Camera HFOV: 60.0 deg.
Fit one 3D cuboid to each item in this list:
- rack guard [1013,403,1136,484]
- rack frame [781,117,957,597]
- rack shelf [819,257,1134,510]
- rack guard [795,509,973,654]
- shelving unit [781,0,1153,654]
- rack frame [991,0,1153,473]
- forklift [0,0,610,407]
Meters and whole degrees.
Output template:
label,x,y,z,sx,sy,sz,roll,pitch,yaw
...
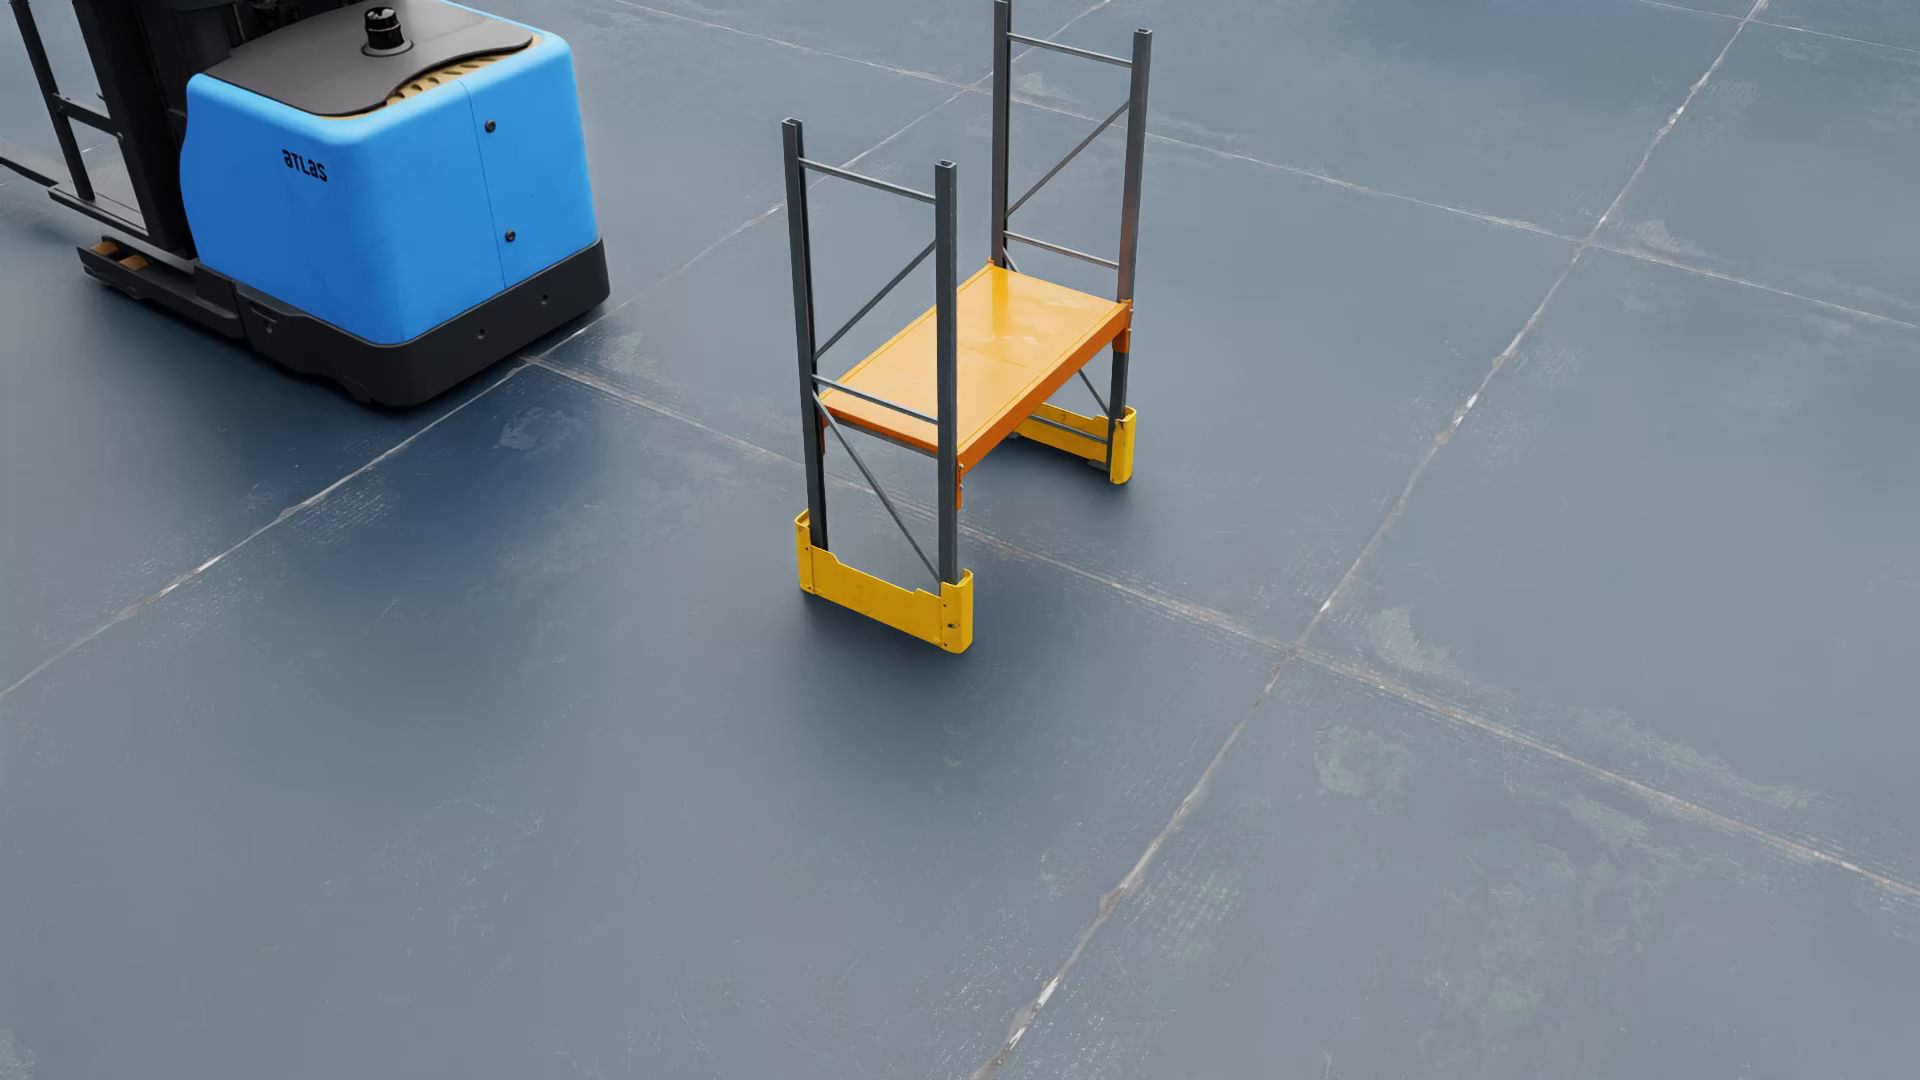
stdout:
label,x,y,z,sx,sy,sz,roll,pitch,yaw
rack guard,0.308,-0.395,5.558,0.587,0.250,0.087,21,42,25
rack frame,-0.227,-0.376,4.509,0.500,1.500,0.032,21,42,25
rack shelf,0.046,-0.496,4.959,0.538,0.185,1.000,21,42,25
rack guard,-0.226,0.118,4.892,0.587,0.250,0.087,21,42,25
shelving unit,0.041,-0.633,4.843,0.587,1.500,1.083,21,42,25
rack frame,0.318,-0.900,5.189,0.500,1.500,0.032,21,42,25
forklift,-2.832,-2.334,5.877,3.031,2.935,1.130,24,43,27
